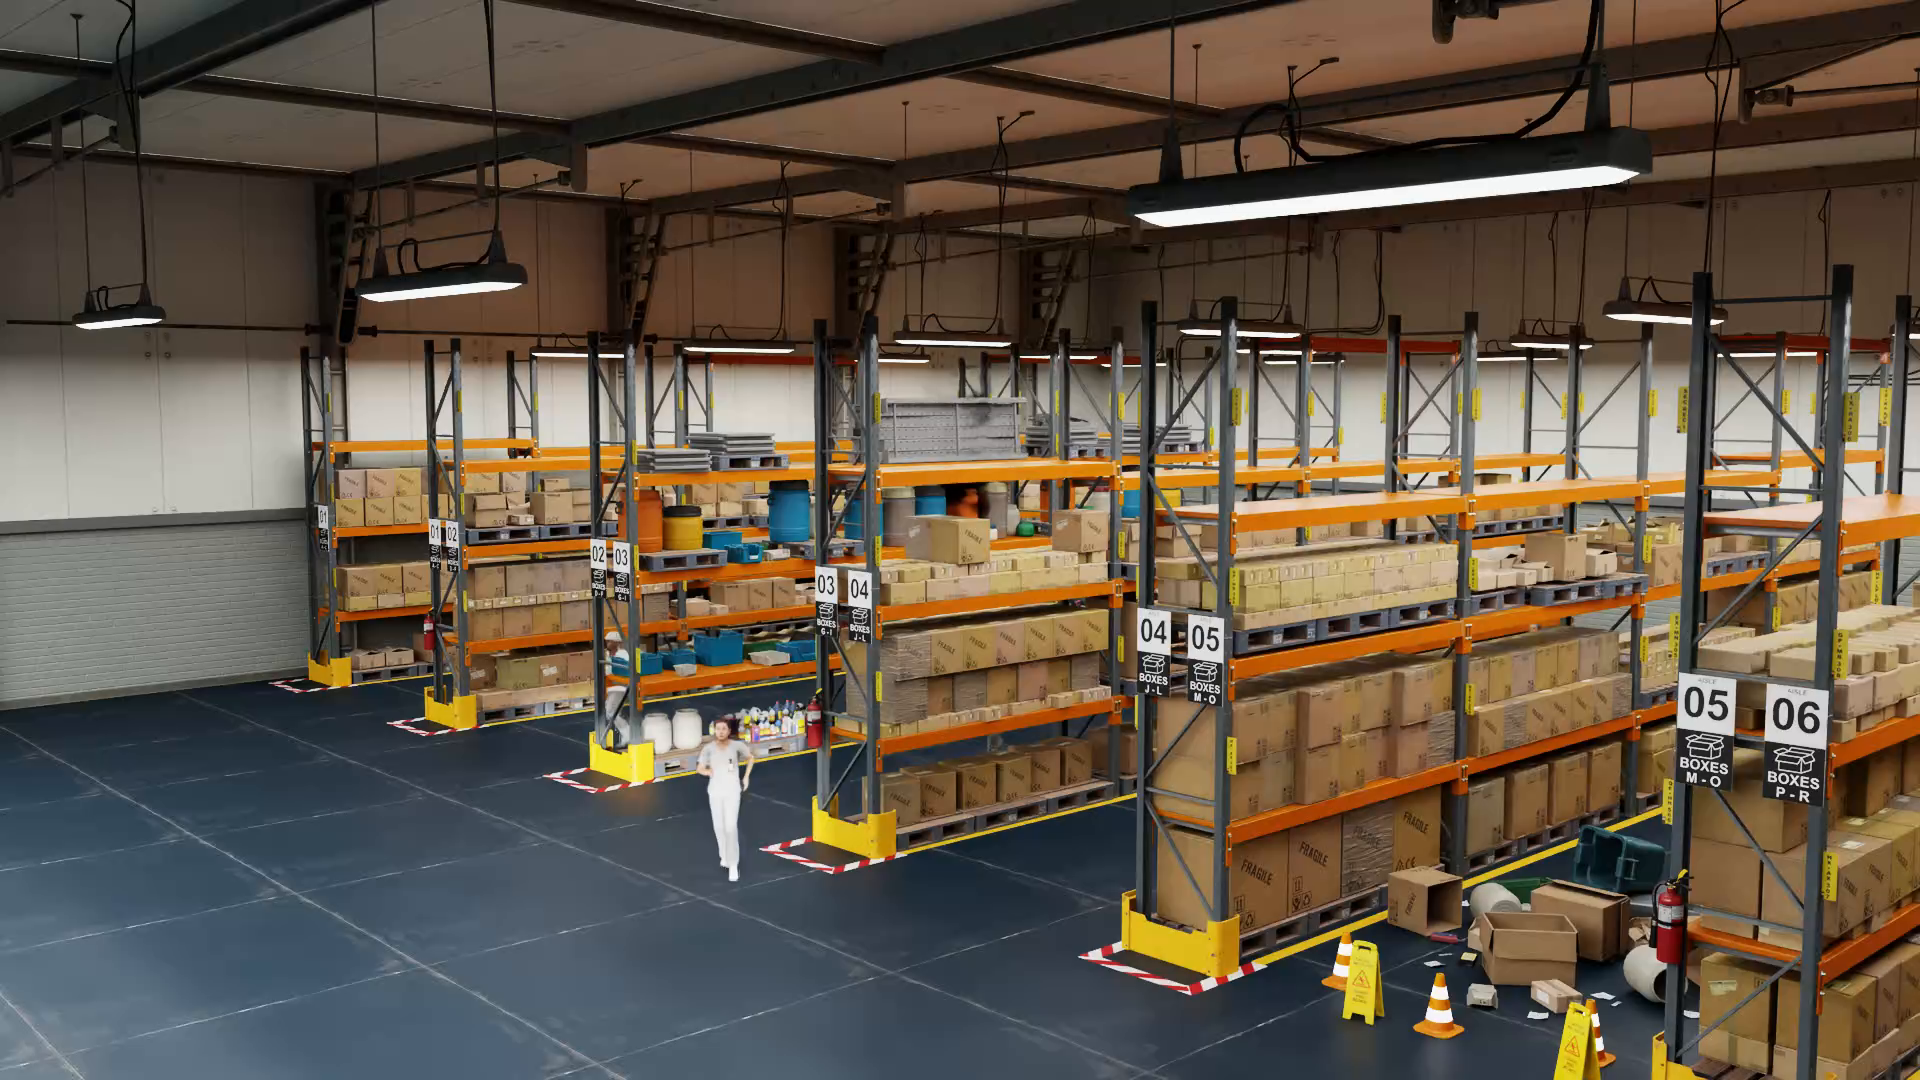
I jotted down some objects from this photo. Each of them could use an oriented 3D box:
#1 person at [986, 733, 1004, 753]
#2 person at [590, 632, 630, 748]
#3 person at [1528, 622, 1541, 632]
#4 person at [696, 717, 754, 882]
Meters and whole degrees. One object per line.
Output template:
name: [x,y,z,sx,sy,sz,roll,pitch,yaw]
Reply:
person: [0.446,2.285,23.357,0.585,1.719,0.708,4,6,37]
person: [-5.005,2.181,24.145,0.675,1.712,0.710,-5,7,-44]
person: [8.880,2.098,25.776,0.571,1.670,0.795,4,7,39]
person: [-2.530,2.758,17.867,0.580,1.718,0.704,0,5,3]
